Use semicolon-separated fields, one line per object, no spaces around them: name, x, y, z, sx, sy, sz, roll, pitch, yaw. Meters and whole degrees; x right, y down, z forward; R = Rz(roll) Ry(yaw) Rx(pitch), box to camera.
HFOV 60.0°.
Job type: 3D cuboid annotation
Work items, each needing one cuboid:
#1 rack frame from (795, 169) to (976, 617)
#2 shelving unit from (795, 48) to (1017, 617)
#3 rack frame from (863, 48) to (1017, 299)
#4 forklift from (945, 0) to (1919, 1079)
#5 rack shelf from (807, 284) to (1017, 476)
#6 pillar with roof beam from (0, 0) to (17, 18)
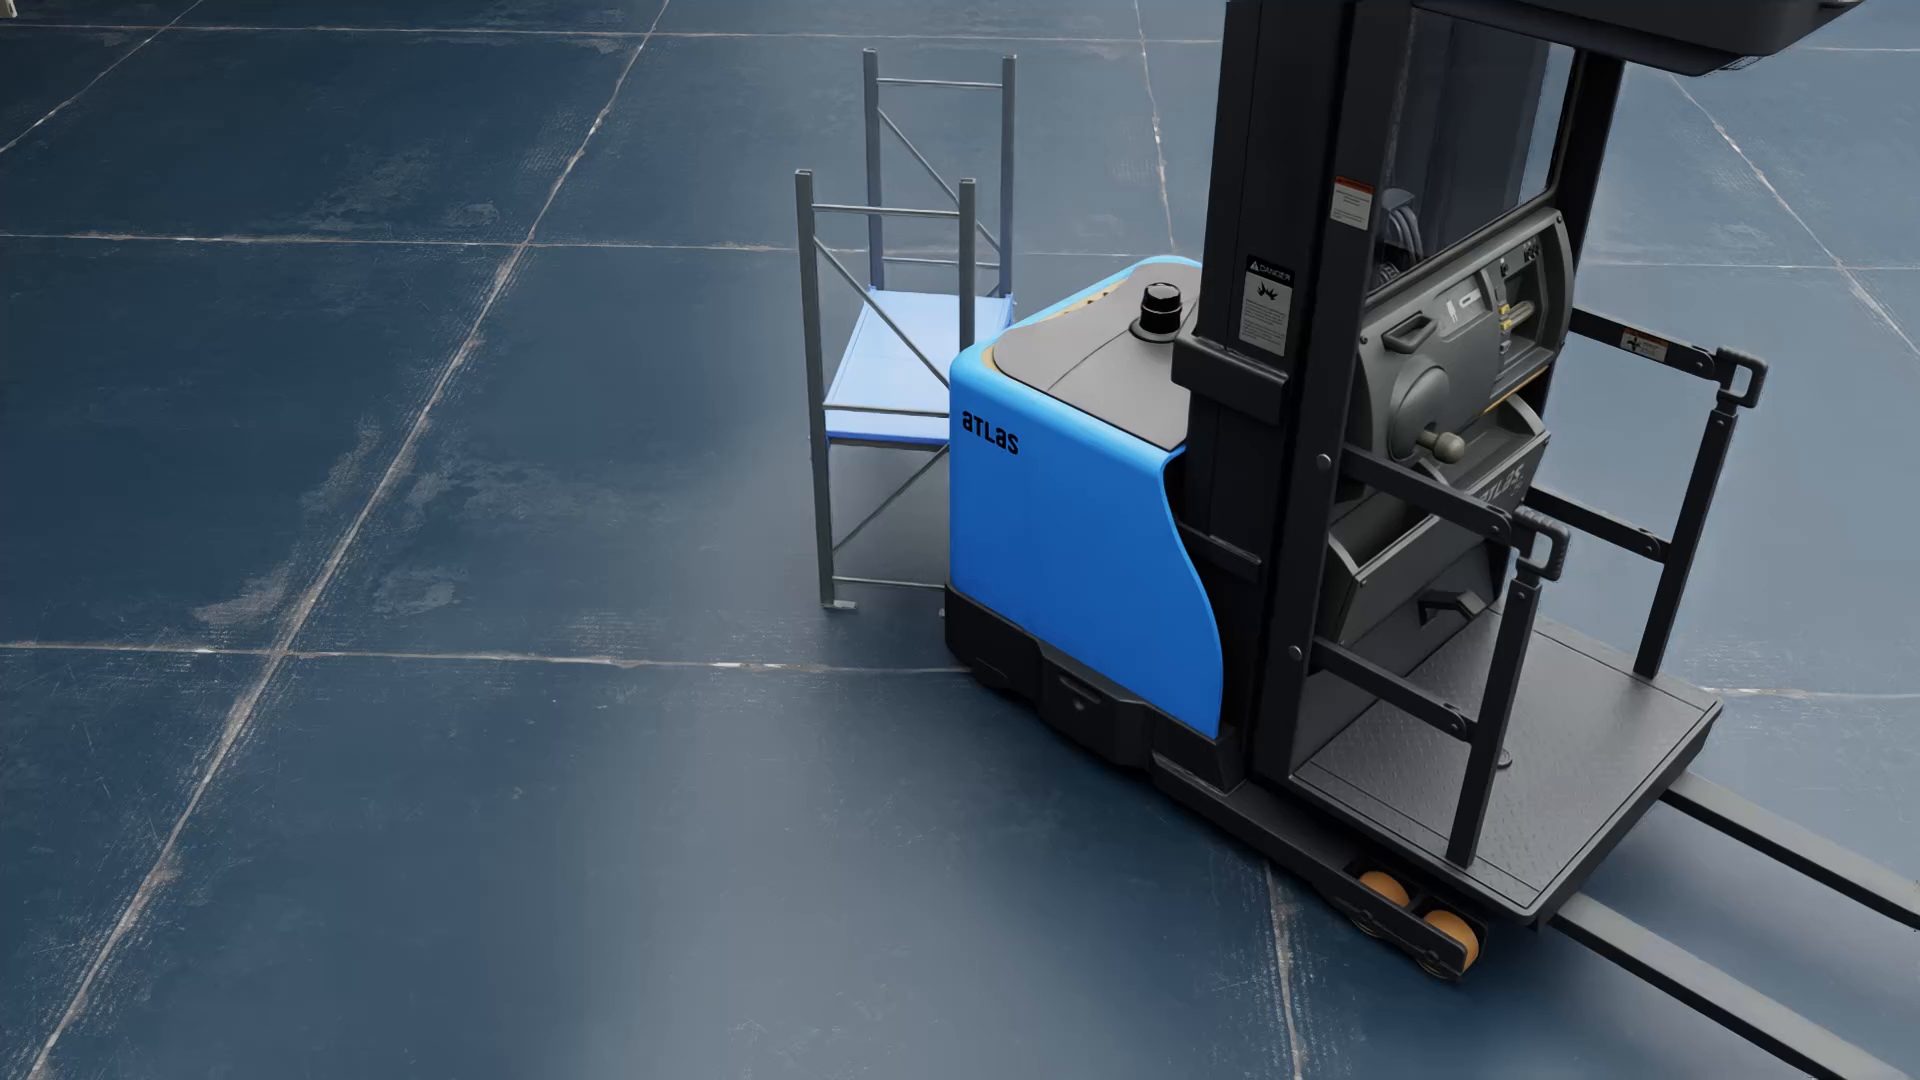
rack frame;-0.205;-0.385;4.993;0.500;1.500;0.032;5;35;6
shelving unit;-0.136;-0.674;5.405;0.538;1.500;1.048;5;35;6
rack frame;-0.066;-0.964;5.817;0.500;1.500;0.032;5;35;6
forklift;1.360;-0.439;3.825;3.031;2.935;1.130;29;44;35
rack shelf;-0.136;-0.527;5.508;0.538;0.185;1.000;5;35;6
pillar with roof beam;-1.776;-6.770;7.557;9.100;9.000;0.400;1;35;2
